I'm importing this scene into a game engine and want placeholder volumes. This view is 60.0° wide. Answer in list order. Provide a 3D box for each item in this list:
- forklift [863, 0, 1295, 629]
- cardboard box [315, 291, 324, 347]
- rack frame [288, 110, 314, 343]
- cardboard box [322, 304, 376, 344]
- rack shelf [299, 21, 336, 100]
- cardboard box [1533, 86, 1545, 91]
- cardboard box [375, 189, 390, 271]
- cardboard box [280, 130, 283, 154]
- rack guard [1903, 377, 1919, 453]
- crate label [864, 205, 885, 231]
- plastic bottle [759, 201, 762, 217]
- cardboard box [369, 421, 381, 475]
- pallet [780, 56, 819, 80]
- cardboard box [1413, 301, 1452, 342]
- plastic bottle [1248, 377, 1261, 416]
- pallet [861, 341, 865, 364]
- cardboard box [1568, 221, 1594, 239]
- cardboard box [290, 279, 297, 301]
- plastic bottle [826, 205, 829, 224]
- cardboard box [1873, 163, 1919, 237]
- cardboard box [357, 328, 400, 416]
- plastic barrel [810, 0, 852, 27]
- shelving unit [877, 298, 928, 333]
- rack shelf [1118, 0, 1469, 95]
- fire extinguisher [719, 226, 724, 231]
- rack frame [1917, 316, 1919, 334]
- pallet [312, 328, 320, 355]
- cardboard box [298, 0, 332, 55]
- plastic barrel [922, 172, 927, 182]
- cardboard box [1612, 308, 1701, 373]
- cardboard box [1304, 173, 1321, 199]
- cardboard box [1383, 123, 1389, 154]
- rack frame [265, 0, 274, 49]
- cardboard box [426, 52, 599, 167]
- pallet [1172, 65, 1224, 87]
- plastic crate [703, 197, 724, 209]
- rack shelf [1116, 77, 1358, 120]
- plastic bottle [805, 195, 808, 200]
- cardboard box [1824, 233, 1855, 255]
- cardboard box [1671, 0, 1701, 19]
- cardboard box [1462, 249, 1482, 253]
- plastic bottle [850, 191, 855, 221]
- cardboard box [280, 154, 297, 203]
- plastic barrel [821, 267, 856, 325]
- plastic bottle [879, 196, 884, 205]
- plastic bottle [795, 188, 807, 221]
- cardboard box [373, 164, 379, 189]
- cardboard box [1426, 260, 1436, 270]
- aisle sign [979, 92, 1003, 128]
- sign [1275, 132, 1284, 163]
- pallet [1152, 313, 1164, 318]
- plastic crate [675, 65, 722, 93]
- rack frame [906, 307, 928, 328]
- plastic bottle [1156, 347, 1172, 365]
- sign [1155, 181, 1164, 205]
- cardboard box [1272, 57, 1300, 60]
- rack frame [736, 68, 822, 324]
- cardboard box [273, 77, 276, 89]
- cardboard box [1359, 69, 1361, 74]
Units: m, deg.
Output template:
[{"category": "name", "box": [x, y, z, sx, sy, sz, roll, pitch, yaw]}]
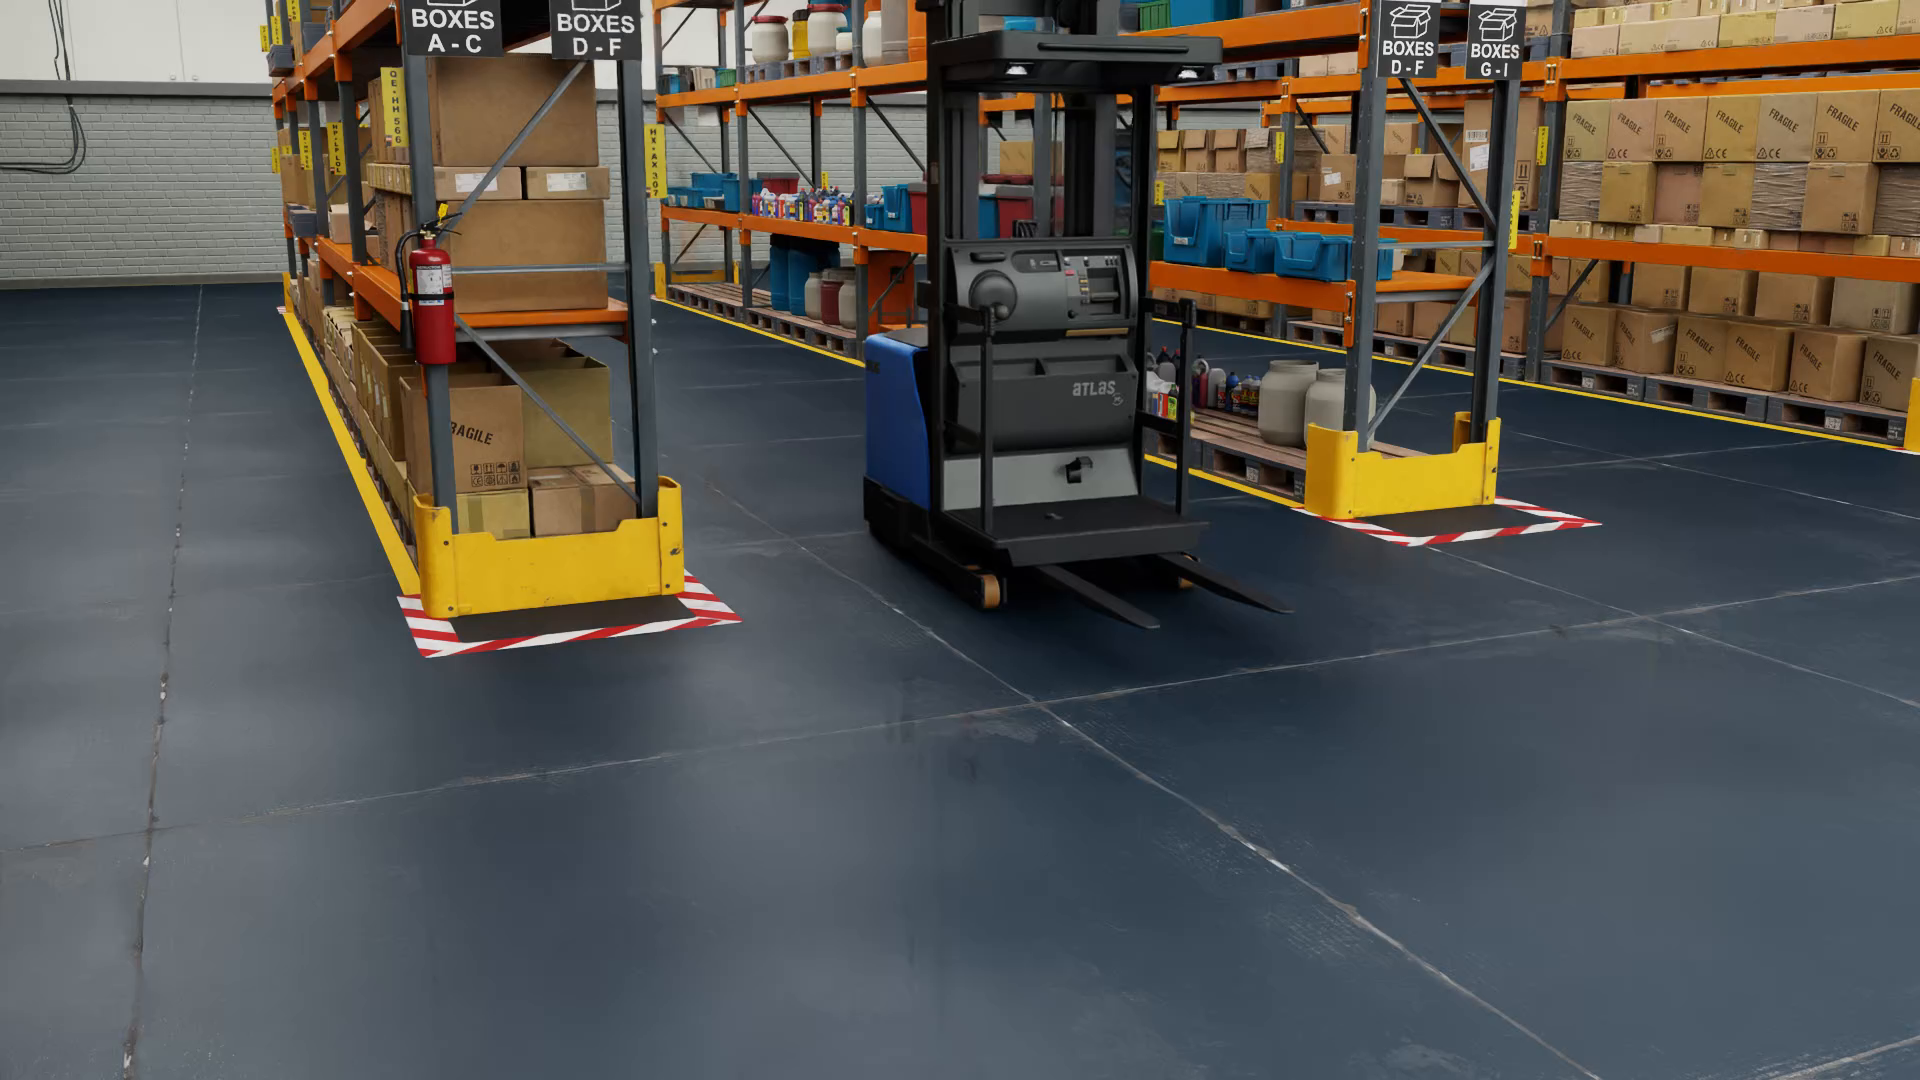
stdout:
[{"category": "forklift", "box": [0.655, -2.115, 9.806, 3.137, 3.703, 7.240, -5, 14, -21]}, {"category": "cardboard box", "box": [-5.892, -2.131, 15.992, 0.500, 0.500, 0.500, -6, 14, -25]}, {"category": "rack frame", "box": [-6.698, -3.682, 18.125, 1.000, 3.000, 0.127, -6, 14, -23]}, {"category": "cardboard box", "box": [-5.155, -1.859, 14.171, 0.500, 0.311, 0.500, -5, 14, -21]}, {"category": "rack shelf", "box": [-4.294, -3.553, 12.511, 1.077, 0.370, 4.000, -6, 14, -23]}, {"category": "cardboard box", "box": [7.698, -5.987, 21.212, 0.500, 0.500, 0.500, -6, 14, -23]}, {"category": "cardboard box", "box": [-3.310, -1.986, 10.578, 0.700, 0.500, 0.500, -6, 14, -24]}, {"category": "cardboard box", "box": [-7.952, -4.717, 20.160, 0.500, 0.500, 0.500, -5, 14, -22]}, {"category": "rack guard", "box": [7.157, -0.894, 11.625, 1.175, 0.500, 0.348, -6, 14, -23]}, {"category": "crate label", "box": [-0.730, -3.099, 15.980, 0.303, 0.233, 0.416, -6, 14, -23]}, {"category": "plastic bottle", "box": [-2.285, -3.867, 19.368, 0.097, 0.201, 0.097, 0, 13, 0]}, {"category": "cardboard box", "box": [-3.194, -0.563, 9.817, 0.500, 0.250, 0.500, -6, 14, -23]}, {"category": "pallet", "box": [-1.297, -5.110, 18.065, 1.003, 0.211, 1.213, -6, 14, -23]}, {"category": "cardboard box", "box": [4.961, -2.264, 16.567, 0.700, 0.500, 0.500, -7, 15, -28]}, {"category": "plastic bottle", "box": [2.071, -1.008, 11.646, 0.097, 0.271, 0.097, 0, 13, 0]}, {"category": "pallet", "box": [-0.281, -1.780, 16.091, 1.003, 0.211, 1.213, -6, 14, -23]}, {"category": "cardboard box", "box": [5.484, -2.676, 14.337, 0.380, 0.149, 0.250, -6, 14, -23]}, {"category": "cardboard box", "box": [-8.142, -3.141, 20.913, 0.500, 0.250, 0.500, -6, 14, -23]}, {"category": "plastic bottle", "box": [-1.347, -3.384, 17.277, 0.097, 0.201, 0.097, 0, 13, 0]}, {"category": "cardboard box", "box": [6.992, -2.406, 11.732, 0.875, 0.500, 0.500, -6, 14, -23]}, {"category": "cardboard box", "box": [-3.387, -1.032, 10.182, 0.500, 0.500, 0.500, -6, 14, -23]}, {"category": "plastic barrel", "box": [-1.334, -5.700, 18.148, 0.600, 0.901, 0.708, -6, 14, -23]}, {"category": "shelving unit", "box": [-0.266, -0.737, 9.394, 0.258, 1.200, 0.503, -5, 14, -21]}, {"category": "rack shelf", "box": [1.848, -3.173, 10.871, 1.077, 0.370, 4.000, -6, 14, -23]}, {"category": "fire extinguisher", "box": [-3.404, -4.807, 23.988, 0.296, 0.674, 0.183, -6, 14, -23]}, {"category": "rack frame", "box": [10.170, -3.350, 16.691, 1.000, 3.000, 0.127, -6, 14, -23]}, {"category": "pallet", "box": [-6.337, -2.158, 17.728, 1.003, 0.211, 1.213, -6, 14, -23]}, {"category": "cardboard box", "box": [-5.301, -4.452, 14.581, 0.910, 0.500, 0.500, -6, 14, -23]}, {"category": "plastic barrel", "box": [-0.092, -3.300, 16.172, 0.600, 0.536, 0.708, -6, 14, -23]}, {"category": "cardboard box", "box": [5.945, -1.706, 14.199, 0.500, 0.500, 0.500, -1, 13, -5]}, {"category": "cardboard box", "box": [4.037, -3.923, 18.945, 0.500, 0.500, 0.500, -5, 14, -21]}, {"category": "cardboard box", "box": [6.318, -5.862, 24.449, 0.500, 0.500, 0.500, -6, 14, -25]}, {"category": "rack frame", "box": [-8.300, -7.431, 21.019, 1.000, 3.000, 0.127, -6, 14, -23]}, {"category": "cardboard box", "box": [-2.087, -1.992, 7.724, 0.700, 0.500, 0.500, -6, 14, -23]}, {"category": "pallet", "box": [3.226, -5.478, 19.651, 1.003, 0.211, 1.213, -5, 14, -20]}, {"category": "plastic crate", "box": [-3.131, -4.362, 21.514, 0.293, 0.136, 0.466, -6, 14, -23]}, {"category": "rack shelf", "box": [3.182, -5.273, 19.945, 1.077, 0.370, 4.000, -6, 14, -23]}, {"category": "plastic bottle", "box": [-1.638, -3.597, 18.020, 0.061, 0.283, 0.133, -6, 14, -23]}, {"category": "cardboard box", "box": [6.551, -2.166, 12.133, 0.380, 0.149, 0.250, -6, 14, -23]}, {"category": "cardboard box", "box": [5.856, -4.194, 13.134, 0.380, 0.149, 0.250, -6, 14, -24]}, {"category": "cardboard box", "box": [7.235, -4.069, 22.746, 0.500, 0.250, 0.500, -5, 14, -21]}, {"category": "plastic bottle", "box": [-1.134, -3.675, 18.204, 0.144, 0.351, 0.185, -6, 14, -23]}, {"category": "cardboard box", "box": [-6.713, -3.817, 17.556, 0.700, 0.500, 0.500, -12, 18, -42]}, {"category": "plastic barrel", "box": [-1.219, -2.664, 18.146, 0.600, 0.588, 0.708, -6, 14, -23]}, {"category": "plastic bottle", "box": [-0.824, -3.575, 17.950, 0.097, 0.271, 0.097, 0, 13, 0]}, {"category": "plastic bottle", "box": [-1.719, -3.661, 18.147, 0.144, 0.351, 0.185, -6, 14, -23]}, {"category": "cardboard box", "box": [-3.357, -2.215, 10.130, 0.380, 0.149, 0.250, -6, 14, -24]}, {"category": "cardboard box", "box": [7.114, -4.067, 24.522, 0.380, 0.149, 0.250, -5, 14, -20]}, {"category": "aisle sign", "box": [0.475, -6.656, 25.212, 0.394, 0.787, 0.004, -6, 14, -23]}, {"category": "sign", "box": [3.476, -4.262, 18.067, 0.100, 0.325, 0.005, -6, 14, -23]}, {"category": "pallet", "box": [2.759, -3.064, 21.642, 1.003, 0.211, 1.213, -6, 14, -23]}, {"category": "plastic crate", "box": [-3.400, -6.045, 21.823, 0.504, 0.338, 0.767, -6, 14, -23]}, {"category": "rack frame", "box": [-0.177, -0.686, 9.172, 0.240, 1.200, 0.015, -5, 14, -21]}, {"category": "plastic bottle", "box": [1.569, -1.292, 12.700, 0.144, 0.351, 0.185, -6, 14, -24]}, {"category": "sign", "box": [1.555, -2.658, 13.087, 0.100, 0.325, 0.005, -6, 14, -23]}, {"category": "cardboard box", "box": [3.672, -5.585, 18.536, 0.797, 0.503, 0.637, -5, 14, -20]}, {"category": "rack frame", "box": [-2.158, -4.128, 20.054, 1.000, 3.000, 0.127, -6, 14, -23]}, {"category": "cardboard box", "box": [-8.139, -5.663, 20.365, 0.500, 0.250, 0.500, -6, 14, -23]}, {"category": "cardboard box", "box": [4.358, -4.806, 16.663, 0.500, 0.250, 0.500, -5, 14, -22]}]
